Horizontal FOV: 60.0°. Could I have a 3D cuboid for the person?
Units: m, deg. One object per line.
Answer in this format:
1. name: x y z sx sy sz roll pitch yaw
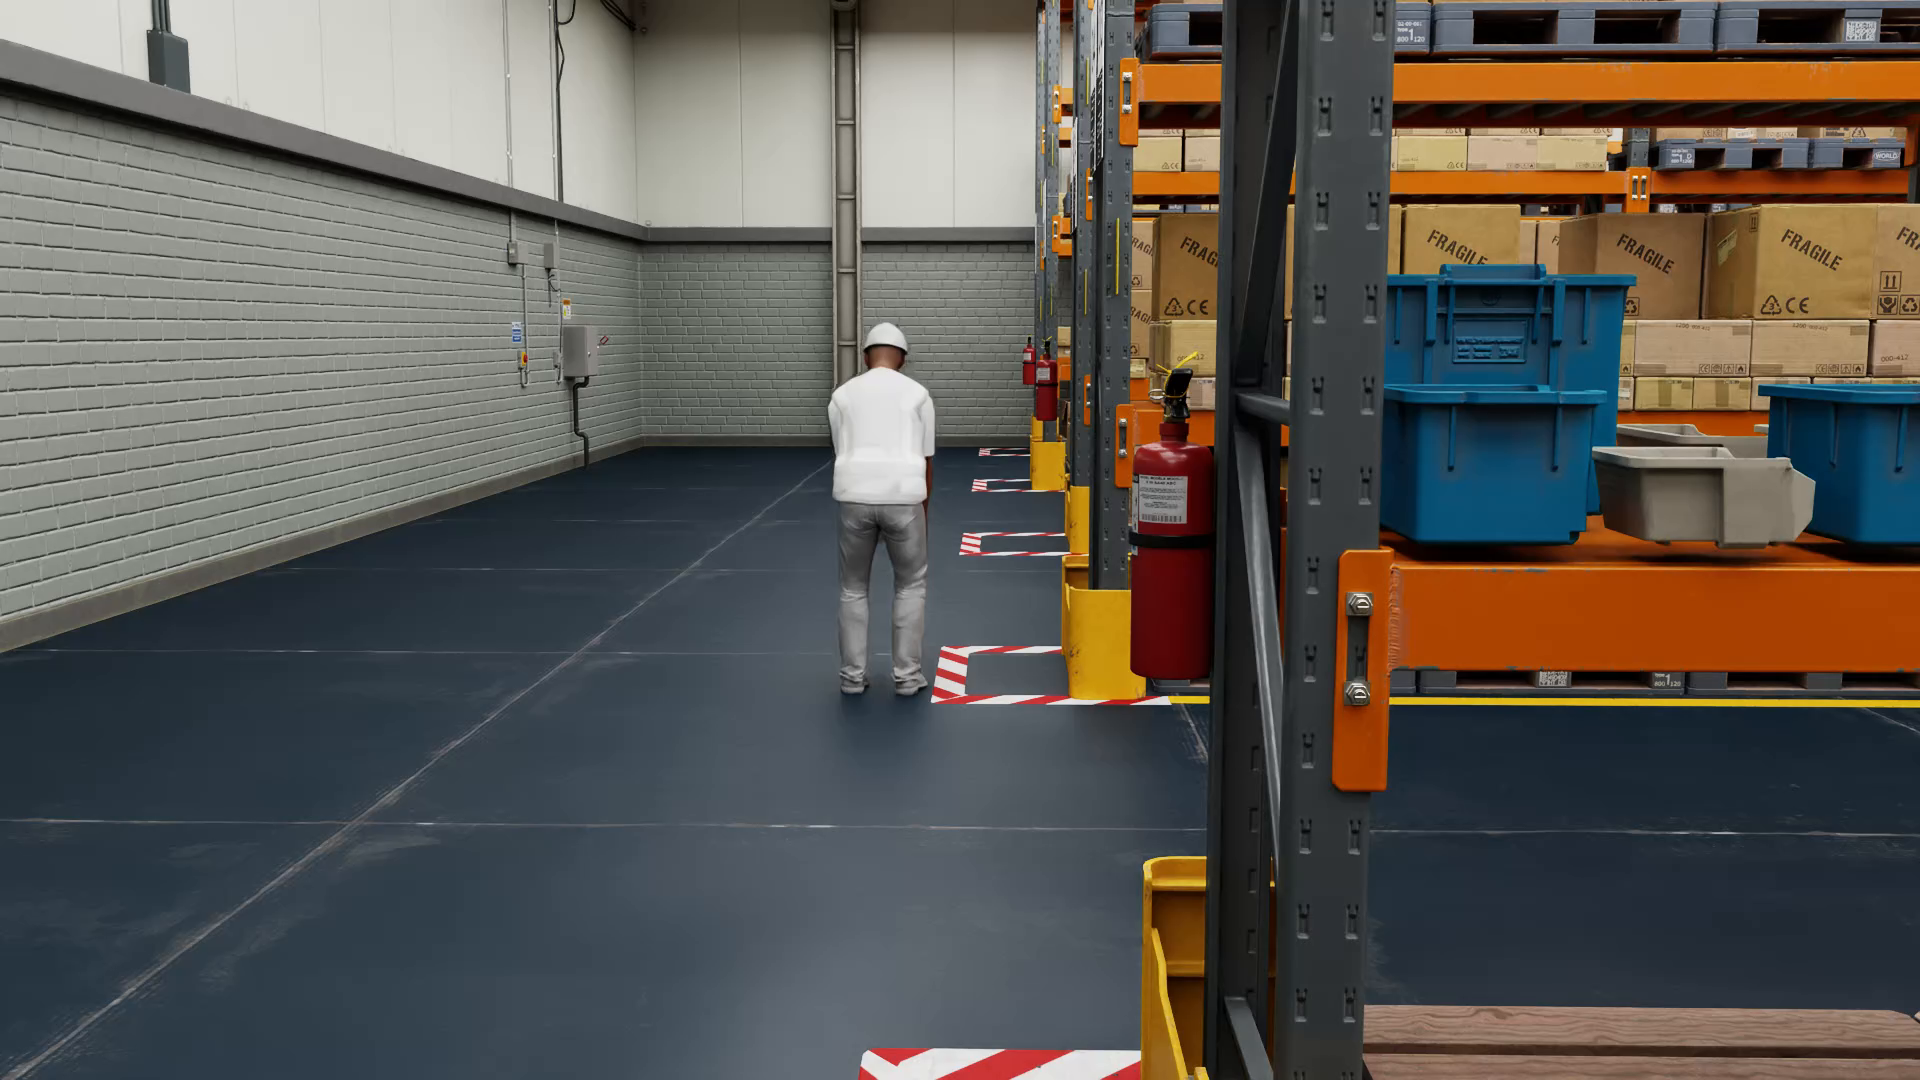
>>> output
1. person: -0.363 -0.158 7.718 0.488 1.693 0.638 1 7 6
